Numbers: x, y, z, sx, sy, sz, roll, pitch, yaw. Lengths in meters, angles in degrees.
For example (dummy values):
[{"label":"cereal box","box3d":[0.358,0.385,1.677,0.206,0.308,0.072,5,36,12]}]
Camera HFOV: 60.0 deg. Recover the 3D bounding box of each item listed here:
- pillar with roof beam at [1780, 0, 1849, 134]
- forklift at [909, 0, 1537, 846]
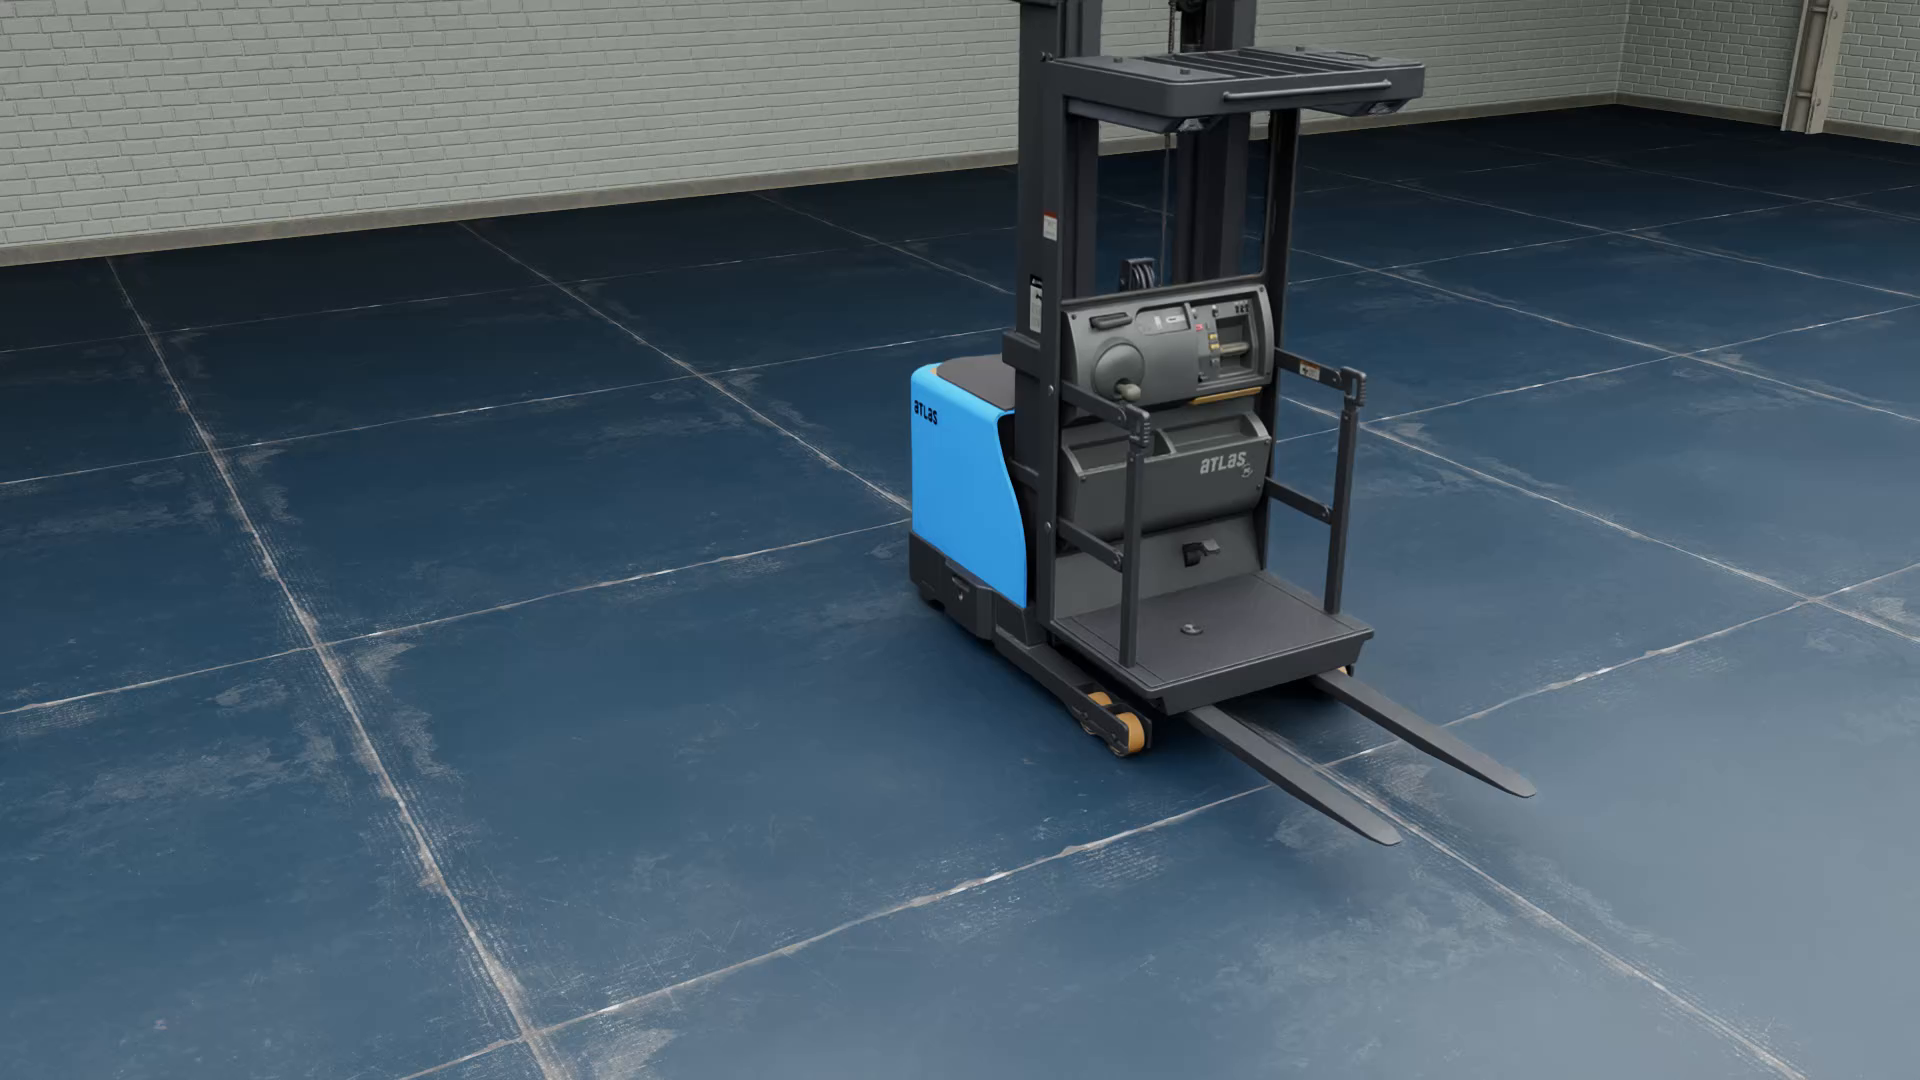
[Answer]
[{"label":"pillar with roof beam","box3d":[6.948,-8.513,17.305,9.100,9.000,0.400,-13,25,-28]},{"label":"forklift","box3d":[0.924,-0.734,6.225,1.130,2.935,3.031,-12,25,-27]}]
